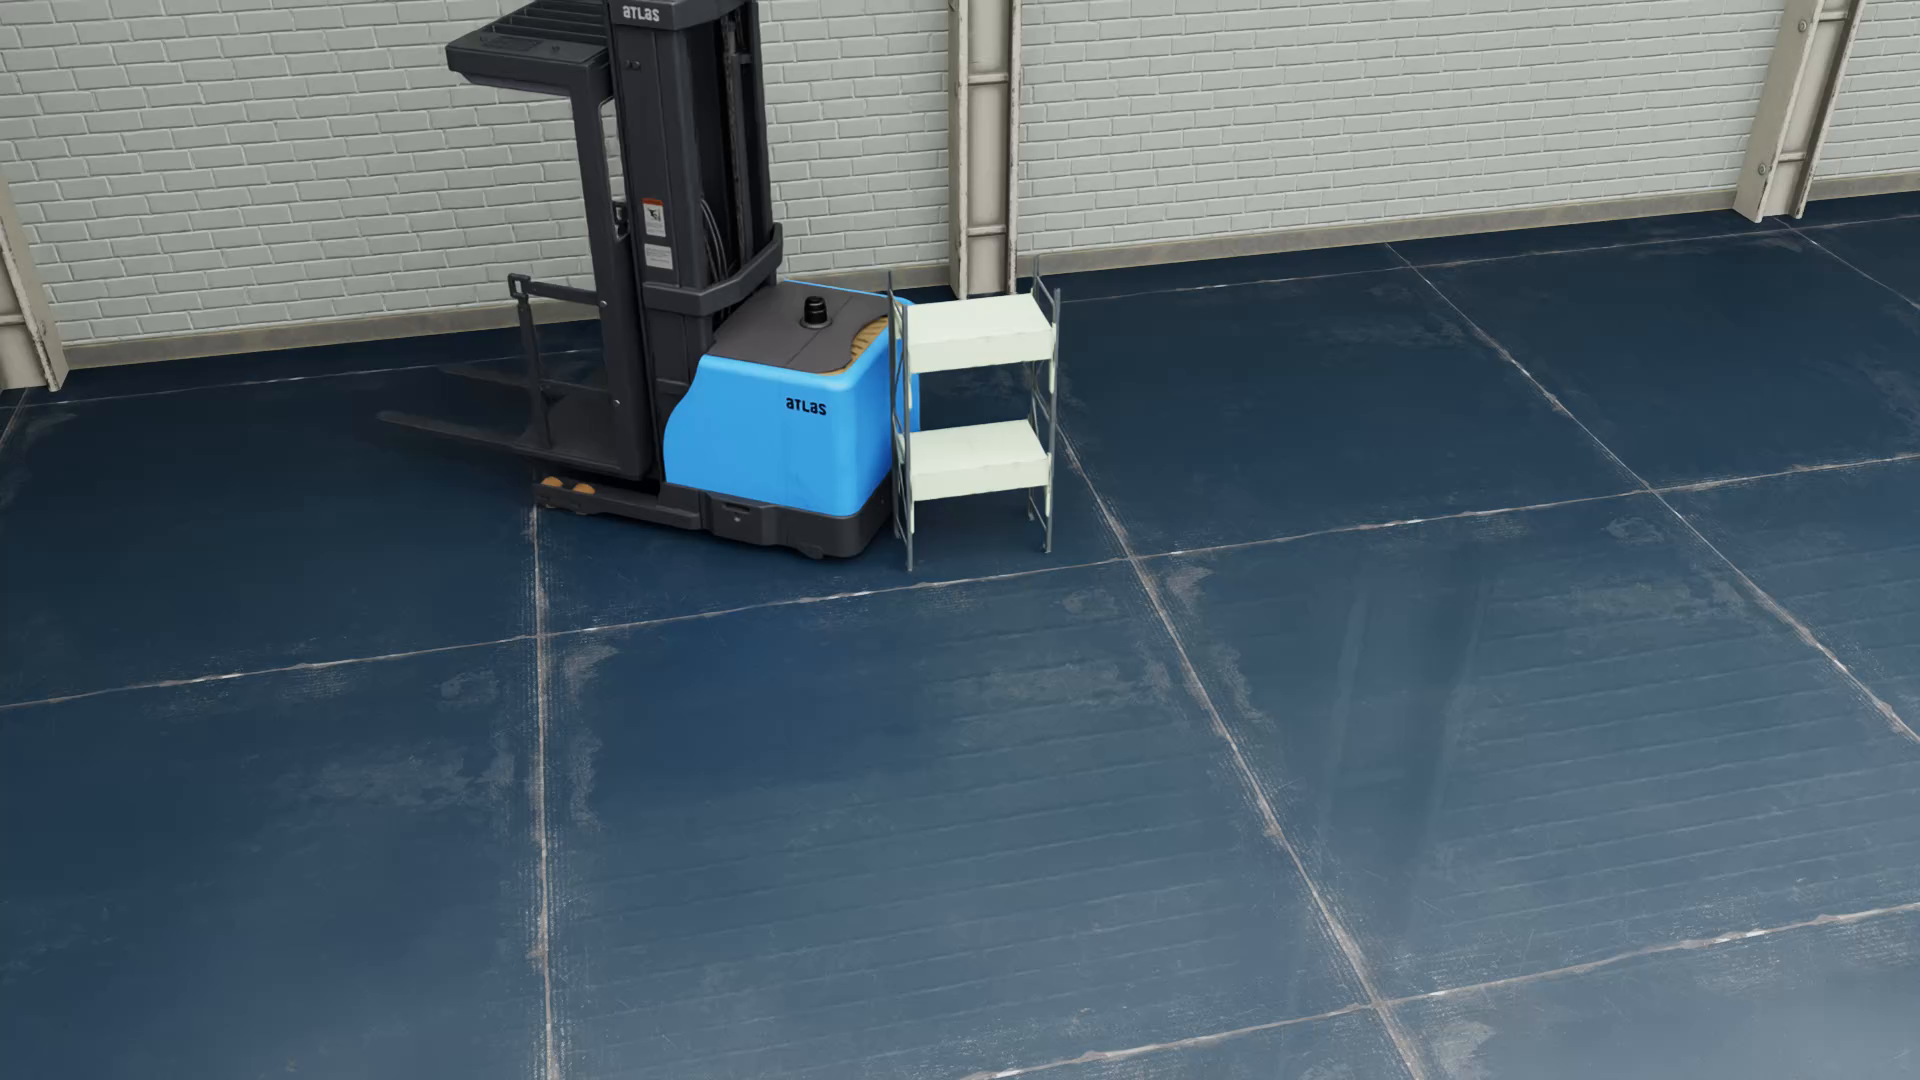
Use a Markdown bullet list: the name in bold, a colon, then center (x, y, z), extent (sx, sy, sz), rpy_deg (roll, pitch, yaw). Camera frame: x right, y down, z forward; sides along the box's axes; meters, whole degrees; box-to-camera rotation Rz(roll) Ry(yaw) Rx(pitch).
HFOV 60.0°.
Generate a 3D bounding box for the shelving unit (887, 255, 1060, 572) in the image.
- **shelving unit**: center (0.059, -0.614, 8.319), extent (0.755, 1.500, 0.431), rpy_deg (-7, 35, -11)

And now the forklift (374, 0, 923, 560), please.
- **forklift**: center (-1.777, -1.614, 8.525), extent (3.031, 2.935, 1.130), rpy_deg (11, 36, 16)

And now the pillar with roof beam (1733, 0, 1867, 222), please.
- **pillar with roof beam**: center (6.954, -3.839, 6.395), extent (0.400, 9.000, 9.100), rpy_deg (-7, 35, -11)

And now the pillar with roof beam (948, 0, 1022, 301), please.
- **pillar with roof beam**: center (1.102, -3.102, 5.296), extent (0.400, 9.000, 9.100), rpy_deg (-7, 35, -11)

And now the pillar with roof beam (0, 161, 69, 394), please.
- **pillar with roof beam**: center (-4.750, -2.364, 4.197), extent (0.400, 9.000, 9.100), rpy_deg (-7, 35, -11)

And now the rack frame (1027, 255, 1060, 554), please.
- **rack frame**: center (0.416, -0.660, 8.387), extent (0.023, 1.500, 0.400), rpy_deg (-7, 35, -11)

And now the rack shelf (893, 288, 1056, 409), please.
- **rack shelf**: center (0.059, -0.938, 8.101), extent (0.720, 0.370, 0.431), rpy_deg (-7, 35, -11)

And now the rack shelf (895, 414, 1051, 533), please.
- **rack shelf**: center (0.059, -0.343, 8.500), extent (0.720, 0.370, 0.431), rpy_deg (-7, 35, -11)

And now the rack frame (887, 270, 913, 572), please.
- **rack frame**: center (-0.297, -0.568, 8.250), extent (0.023, 1.500, 0.400), rpy_deg (-7, 35, -11)
